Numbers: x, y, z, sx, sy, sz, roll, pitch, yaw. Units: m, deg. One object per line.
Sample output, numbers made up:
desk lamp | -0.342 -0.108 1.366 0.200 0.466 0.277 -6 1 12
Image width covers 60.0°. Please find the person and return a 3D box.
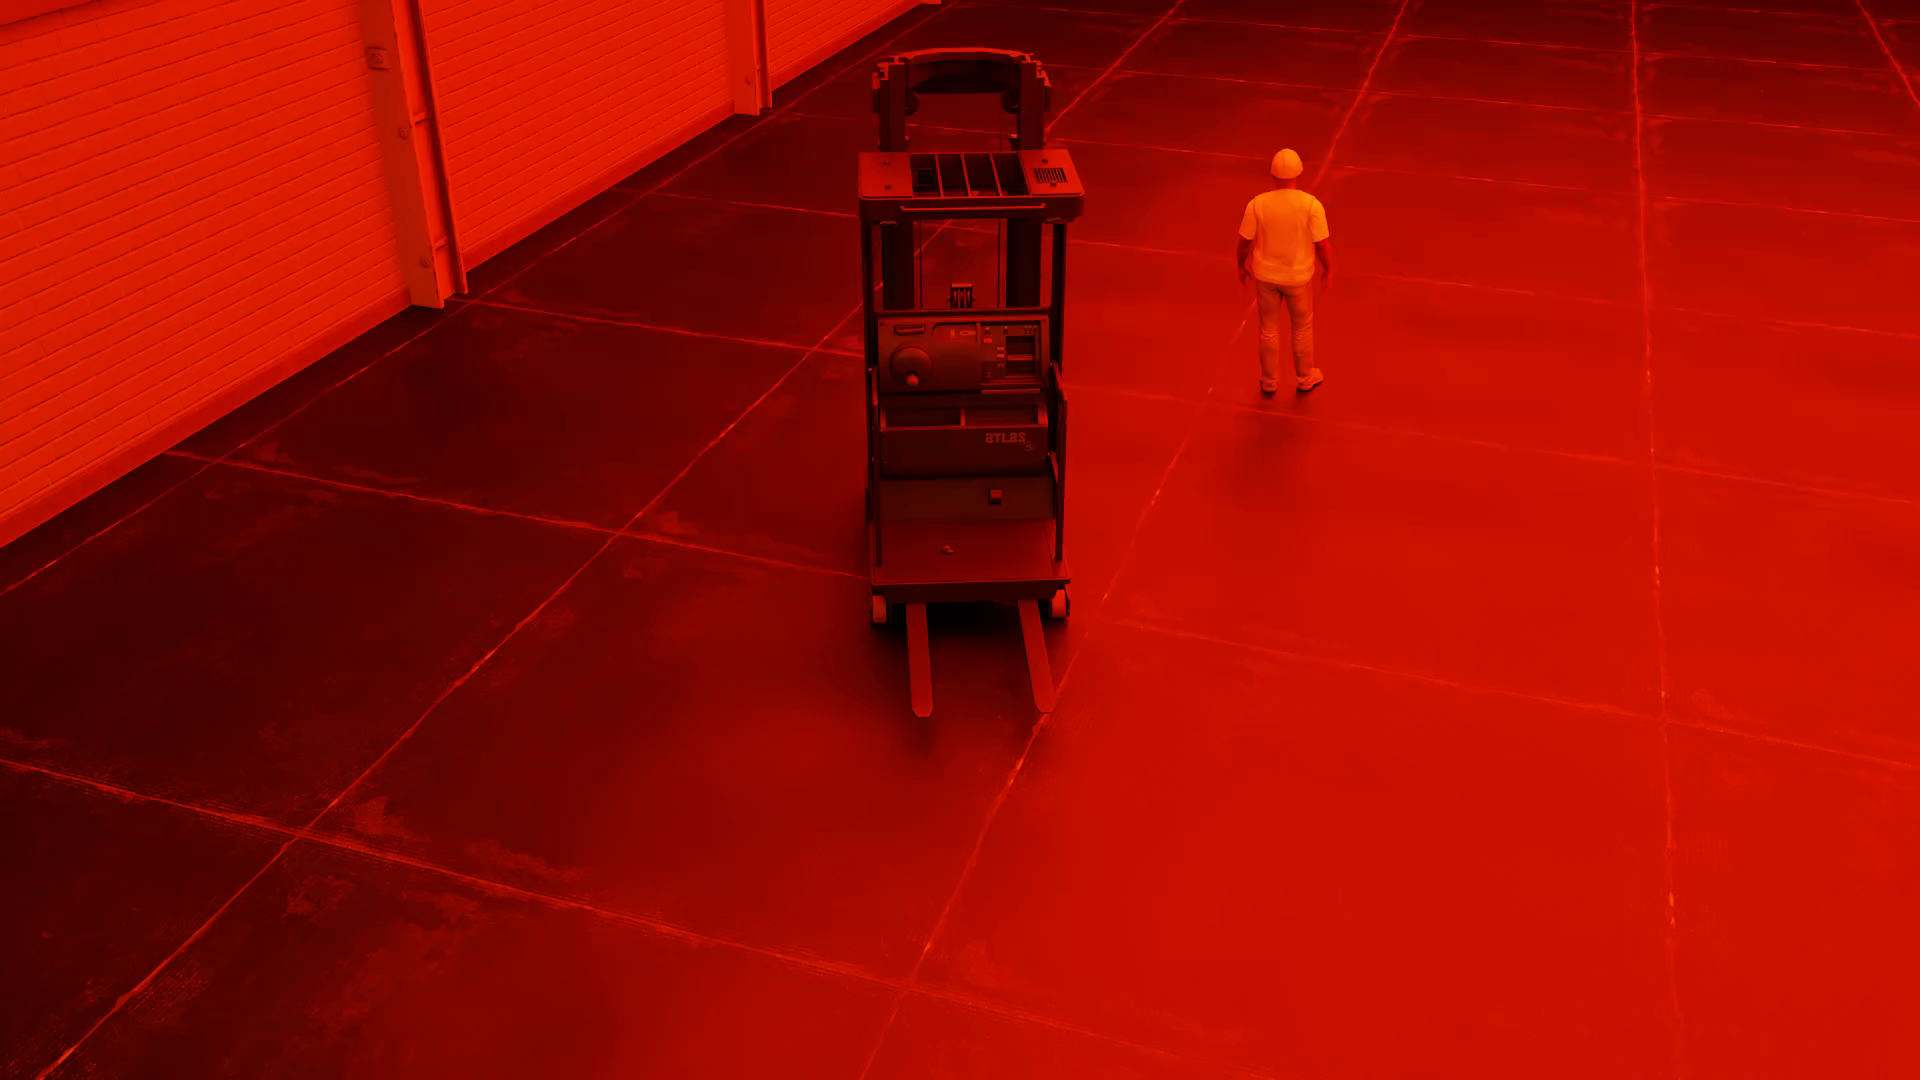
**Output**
person | 2.272 -1.884 11.603 0.665 1.765 0.577 10 31 17

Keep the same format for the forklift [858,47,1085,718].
forklift | 0.035 -0.972 8.842 1.130 2.935 3.031 -2 30 -3
